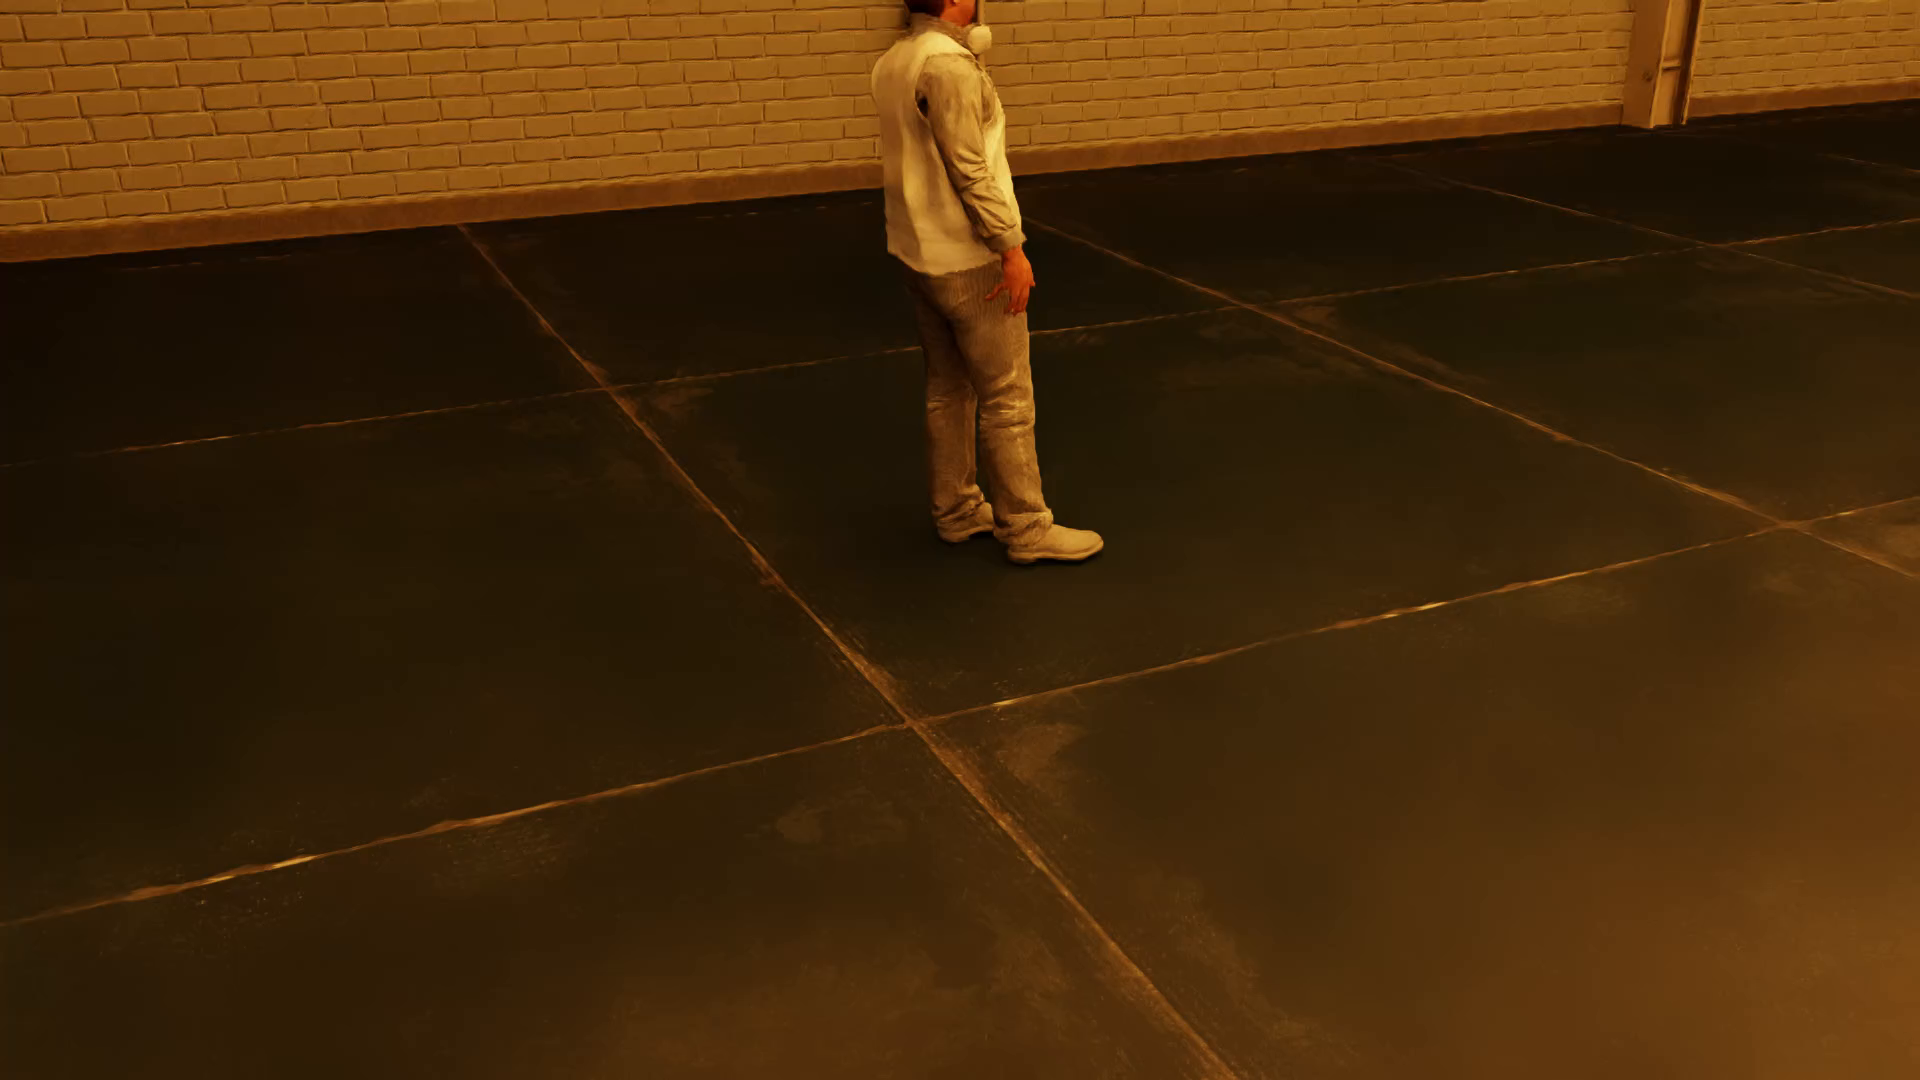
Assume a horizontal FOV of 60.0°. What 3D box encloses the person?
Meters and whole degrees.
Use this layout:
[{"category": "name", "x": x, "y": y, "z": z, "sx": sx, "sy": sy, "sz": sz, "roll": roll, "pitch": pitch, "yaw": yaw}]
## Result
[{"category": "person", "x": 0.060, "y": -0.833, "z": 4.781, "sx": 0.567, "sy": 1.773, "sz": 0.632, "roll": -10, "pitch": 25, "yaw": -23}]
